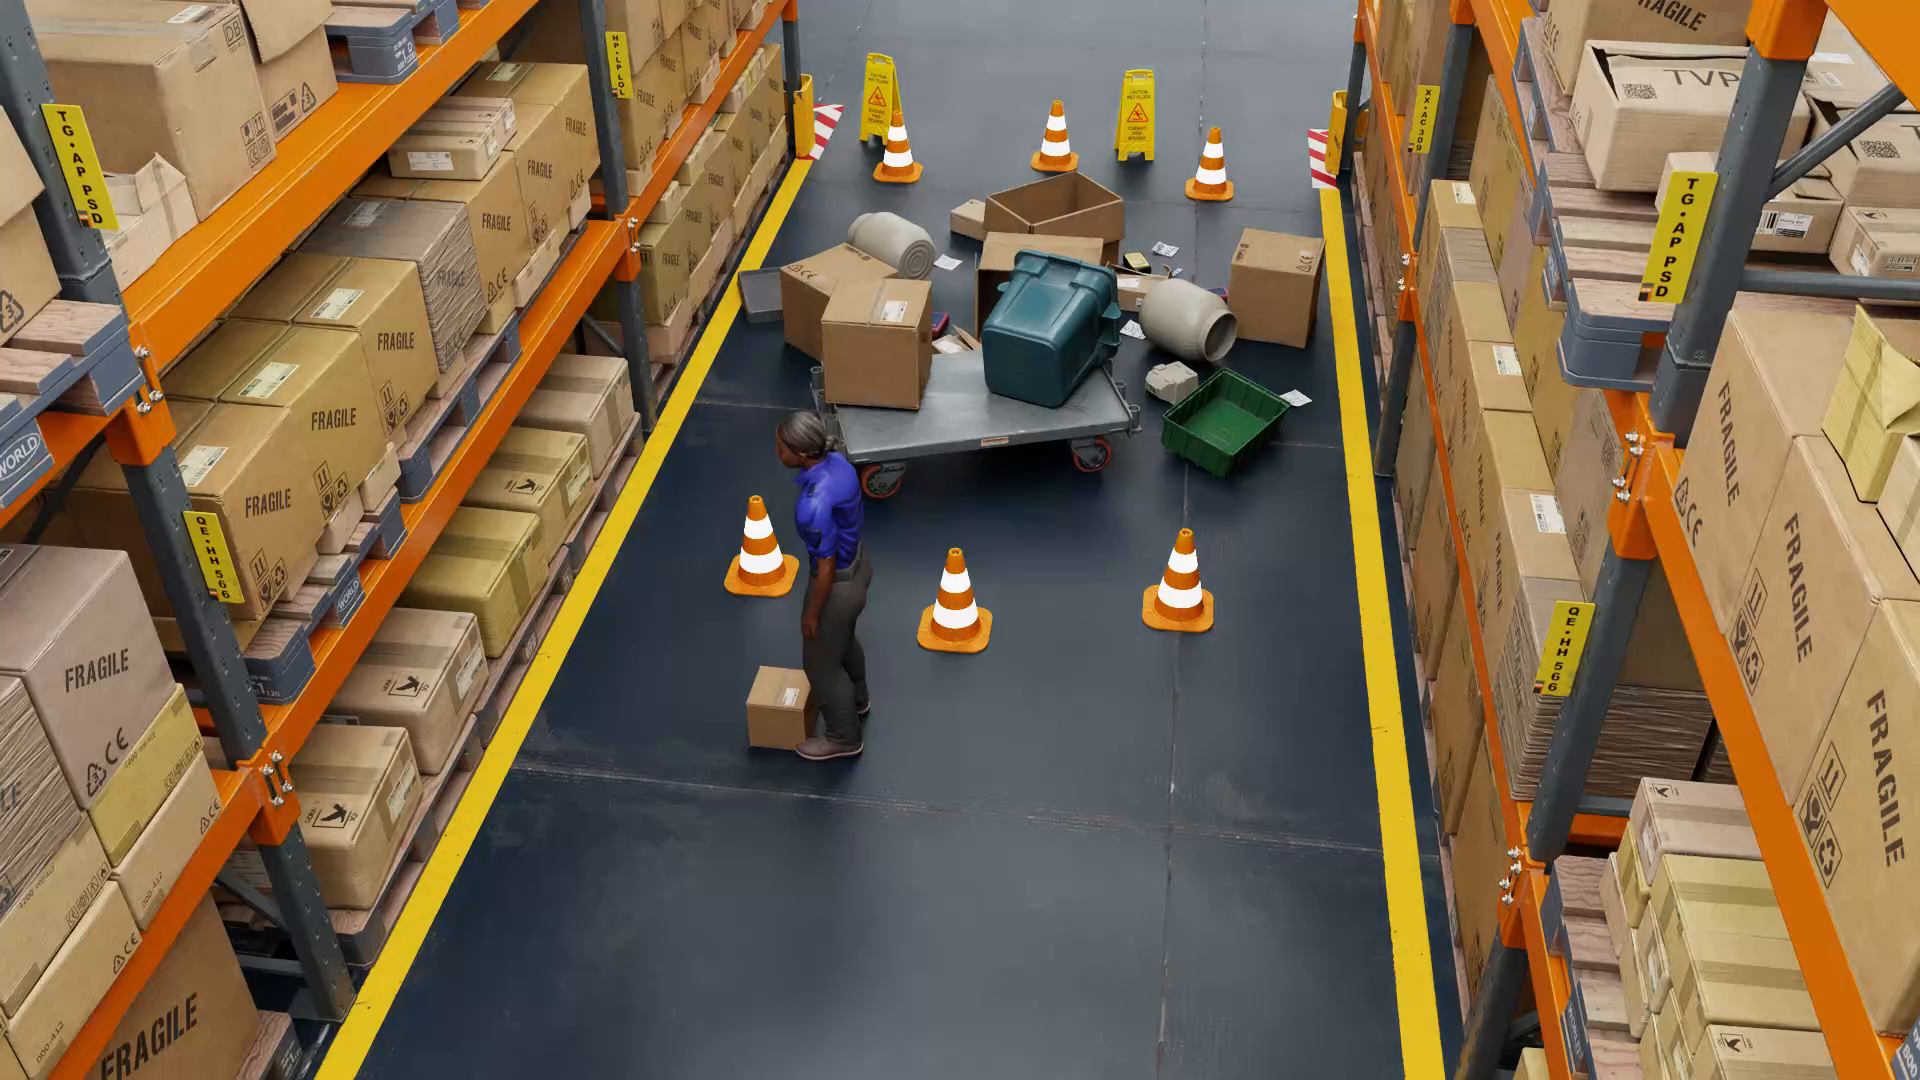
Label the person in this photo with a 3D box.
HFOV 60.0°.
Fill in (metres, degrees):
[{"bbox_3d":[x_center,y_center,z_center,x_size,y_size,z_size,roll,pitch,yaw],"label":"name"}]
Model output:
[{"bbox_3d":[-0.539,0.177,6.802,0.349,1.655,0.508,4,37,6],"label":"person"}]
